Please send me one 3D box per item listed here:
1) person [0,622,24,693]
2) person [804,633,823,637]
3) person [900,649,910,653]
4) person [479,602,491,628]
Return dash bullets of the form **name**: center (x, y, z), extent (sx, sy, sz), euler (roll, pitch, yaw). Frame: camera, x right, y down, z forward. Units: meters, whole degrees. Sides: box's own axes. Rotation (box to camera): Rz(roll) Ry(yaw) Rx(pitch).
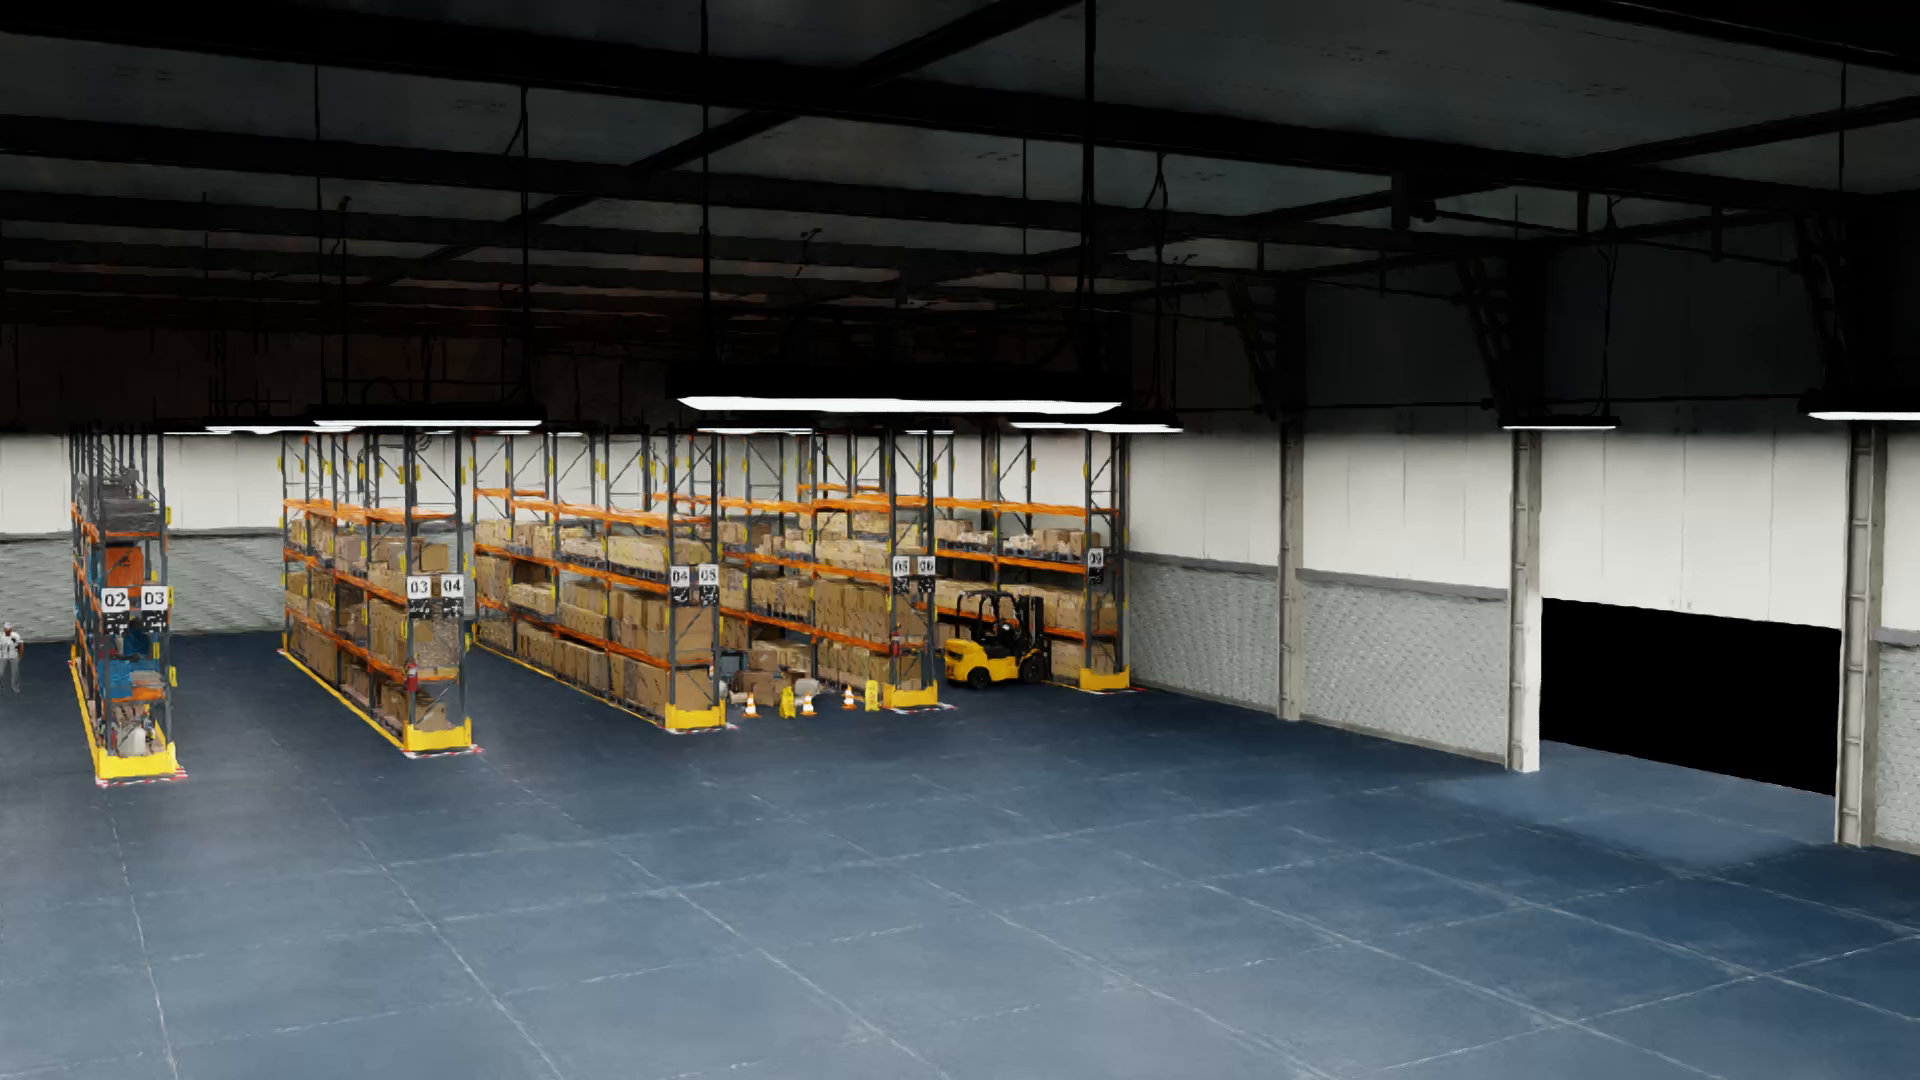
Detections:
- **person**: center (-21.279, 2.629, 37.169), extent (0.626, 1.610, 0.572), euler (-2, 4, -31)
- **person**: center (-4.203, 1.883, 47.629), extent (0.557, 1.764, 0.651), euler (-1, 4, -12)
- **person**: center (-1.386, 2.463, 39.288), extent (0.546, 1.644, 0.599), euler (0, 4, 3)
- **person**: center (-14.192, 1.889, 49.569), extent (0.455, 1.543, 0.885), euler (0, 4, -6)
